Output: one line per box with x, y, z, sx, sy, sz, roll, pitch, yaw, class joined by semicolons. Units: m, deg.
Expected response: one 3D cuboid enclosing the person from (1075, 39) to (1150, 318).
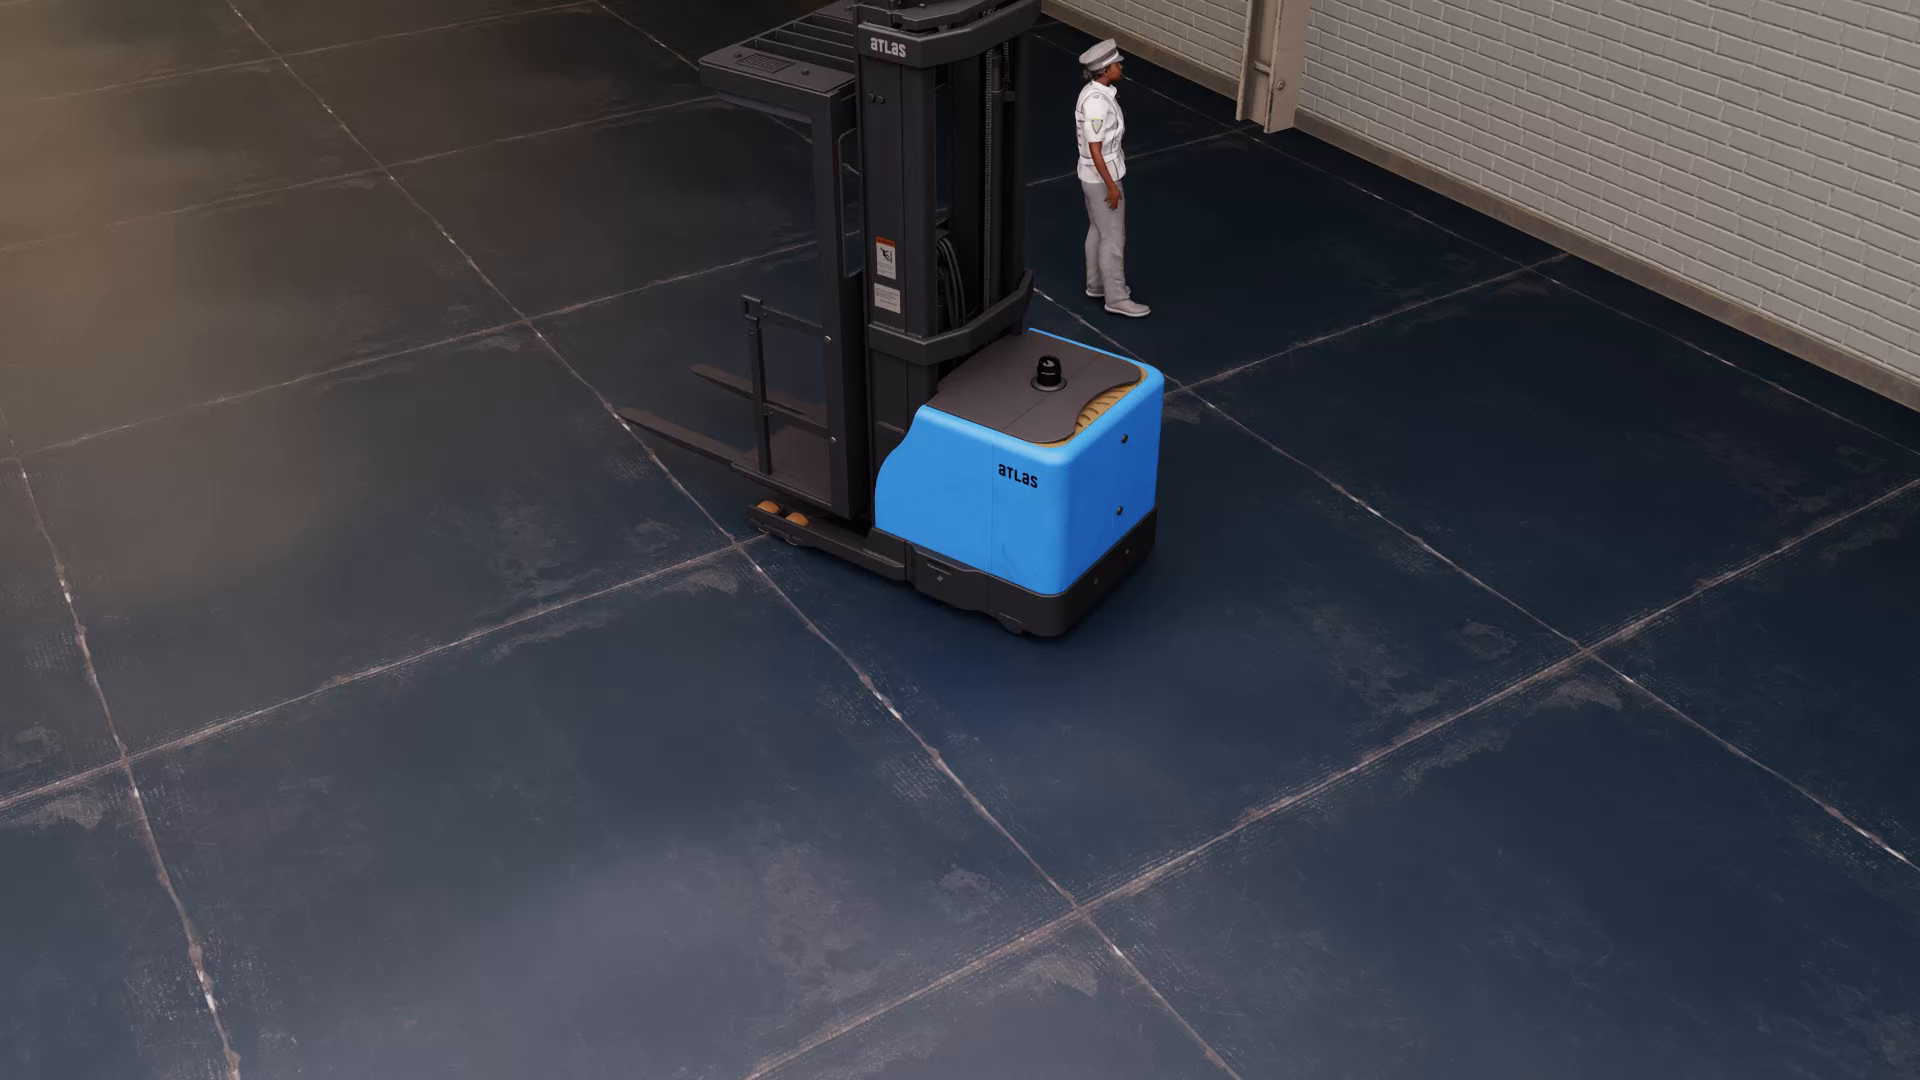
0.974;-2.289;10.468;0.530;1.694;0.567;1;35;2;person

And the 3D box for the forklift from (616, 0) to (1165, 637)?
-0.500;-1.399;8.138;3.031;2.935;1.130;22;41;28;forklift
